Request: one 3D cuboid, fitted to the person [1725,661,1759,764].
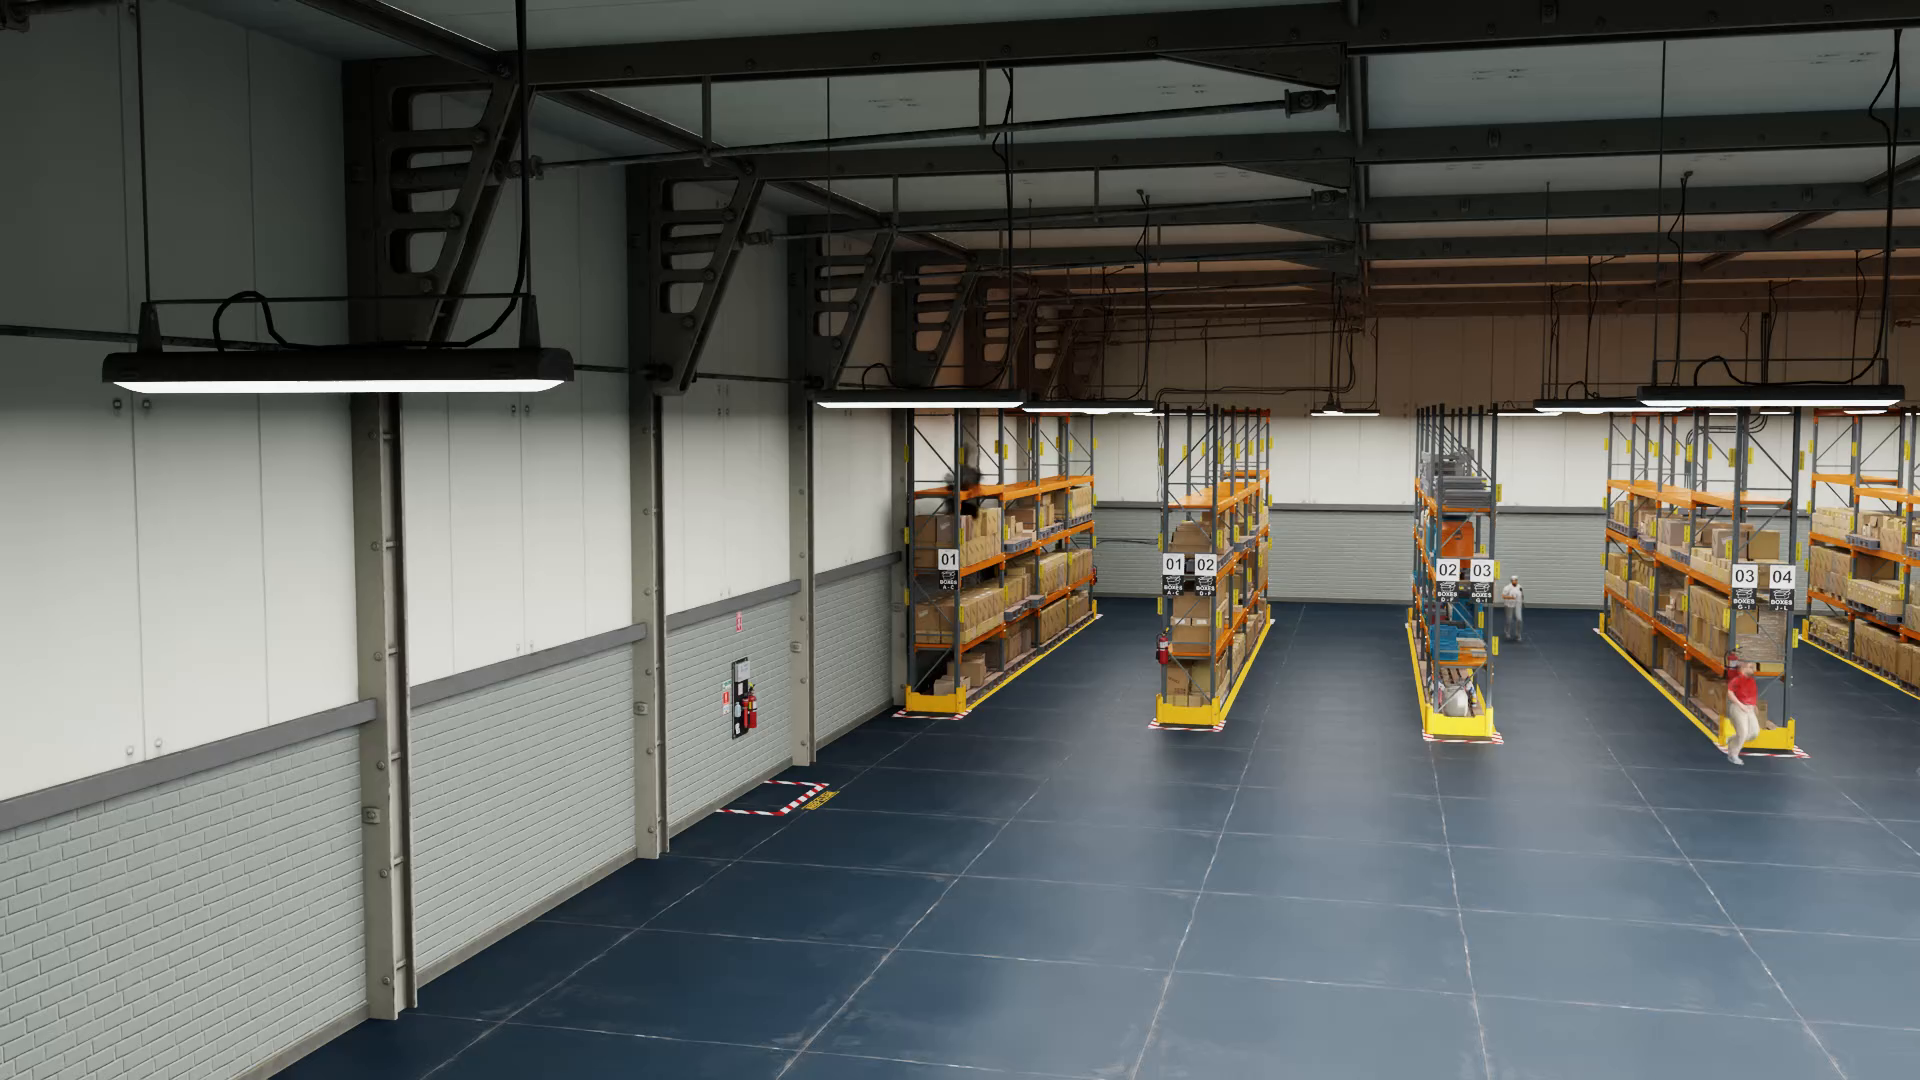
[{"bbox_3d":[13.115,2.878,27.809,0.714,1.692,0.532,-2,5,-29],"label":"person"}]

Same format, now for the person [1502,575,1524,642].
[{"bbox_3d":[14.305,1.766,43.051,0.592,1.723,0.777,0,4,4],"label":"person"}]
